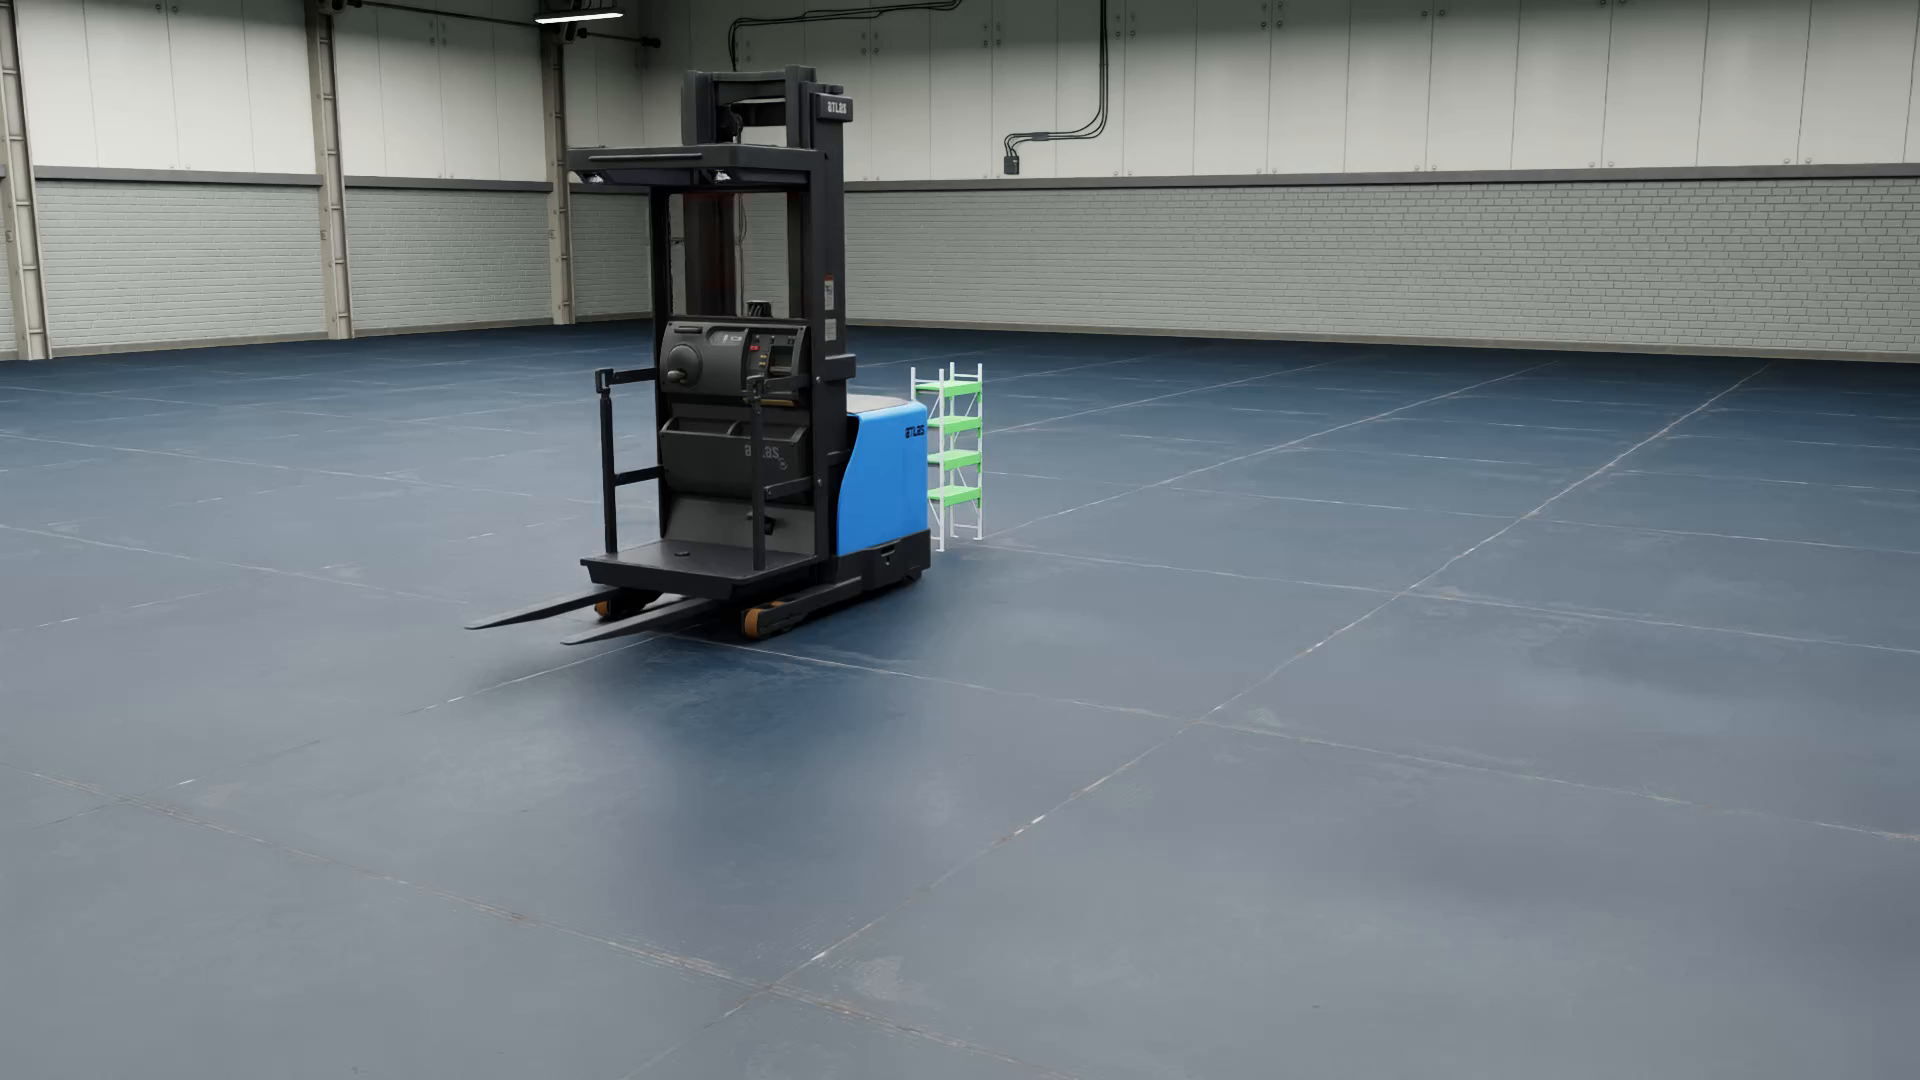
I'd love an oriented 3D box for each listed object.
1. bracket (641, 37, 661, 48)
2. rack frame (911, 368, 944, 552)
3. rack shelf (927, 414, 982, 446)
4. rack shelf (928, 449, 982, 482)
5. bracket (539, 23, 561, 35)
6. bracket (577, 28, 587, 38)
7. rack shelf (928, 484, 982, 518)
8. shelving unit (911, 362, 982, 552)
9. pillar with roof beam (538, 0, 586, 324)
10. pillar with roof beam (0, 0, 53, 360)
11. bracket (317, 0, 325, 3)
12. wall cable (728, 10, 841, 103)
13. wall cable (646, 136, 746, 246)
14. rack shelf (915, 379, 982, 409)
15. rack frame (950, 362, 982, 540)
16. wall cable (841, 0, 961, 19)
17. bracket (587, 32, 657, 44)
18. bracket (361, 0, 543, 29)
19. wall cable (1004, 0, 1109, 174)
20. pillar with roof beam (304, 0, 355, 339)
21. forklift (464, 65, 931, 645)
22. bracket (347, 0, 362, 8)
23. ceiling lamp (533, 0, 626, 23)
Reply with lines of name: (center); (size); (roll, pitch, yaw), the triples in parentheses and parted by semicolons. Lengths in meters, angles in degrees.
bracket: (-7.114, -11.437, 38.225); (0.235, 0.232, 0.430); (6, 12, 31)
rack frame: (-0.213, -0.525, 10.914); (0.240, 1.200, 0.015); (6, 12, 31)
rack shelf: (-0.086, -0.737, 11.087); (0.258, 0.148, 0.480); (6, 12, 31)
rack shelf: (-0.086, -0.501, 11.131); (0.258, 0.148, 0.480); (6, 12, 31)
bracket: (-8.775, -10.934, 35.536); (0.235, 0.232, 0.430); (6, 12, 31)
bracket: (-8.344, -11.064, 36.234); (0.235, 0.232, 0.430); (6, 12, 31)
rack shelf: (-0.086, -0.265, 11.175); (0.258, 0.148, 0.480); (6, 12, 31)
shelving unit: (-0.086, -0.564, 11.119); (0.258, 1.200, 0.503); (6, 12, 31)
pillar with roof beam: (-5.184, -8.853, 34.201); (9.100, 9.000, 0.548); (6, 12, 31)
pillar with roof beam: (-11.414, -6.965, 24.120); (9.100, 9.000, 0.400); (6, 12, 31)
bracket: (-11.890, -9.990, 30.496); (0.235, 0.232, 0.430); (6, 12, 31)
wall cable: (-3.891, -10.299, 36.638); (3.097, 2.526, 0.112); (6, 12, 31)
wall cable: (-6.203, -8.075, 38.483); (3.097, 2.526, 0.112); (6, 12, 31)
rack shelf: (-0.086, -0.973, 11.043); (0.258, 0.148, 0.480); (6, 12, 31)
rack frame: (0.041, -0.602, 11.324); (0.240, 1.200, 0.015); (6, 12, 31)
wall cable: (-1.246, -12.239, 34.640); (3.097, 2.526, 0.112); (6, 12, 31)
bracket: (-7.420, -11.344, 37.728); (0.076, 0.066, 3.189); (6, 12, 31)
bracket: (-10.113, -10.529, 33.372); (0.076, 0.066, 4.783); (6, 12, 31)
wall cable: (1.902, -10.363, 33.027); (2.305, 6.003, 0.169); (6, 12, 31)
pillar with roof beam: (-8.299, -7.909, 29.160); (9.100, 9.000, 0.548); (6, 12, 31)
forklift: (-1.338, -1.019, 8.844); (1.130, 2.935, 3.031); (6, 12, 29)
bracket: (-11.459, -10.121, 31.193); (0.235, 0.232, 0.430); (6, 12, 31)
ceiling lamp: (-6.810, -11.072, 30.190); (2.000, 3.185, 0.800); (6, 12, 31)
